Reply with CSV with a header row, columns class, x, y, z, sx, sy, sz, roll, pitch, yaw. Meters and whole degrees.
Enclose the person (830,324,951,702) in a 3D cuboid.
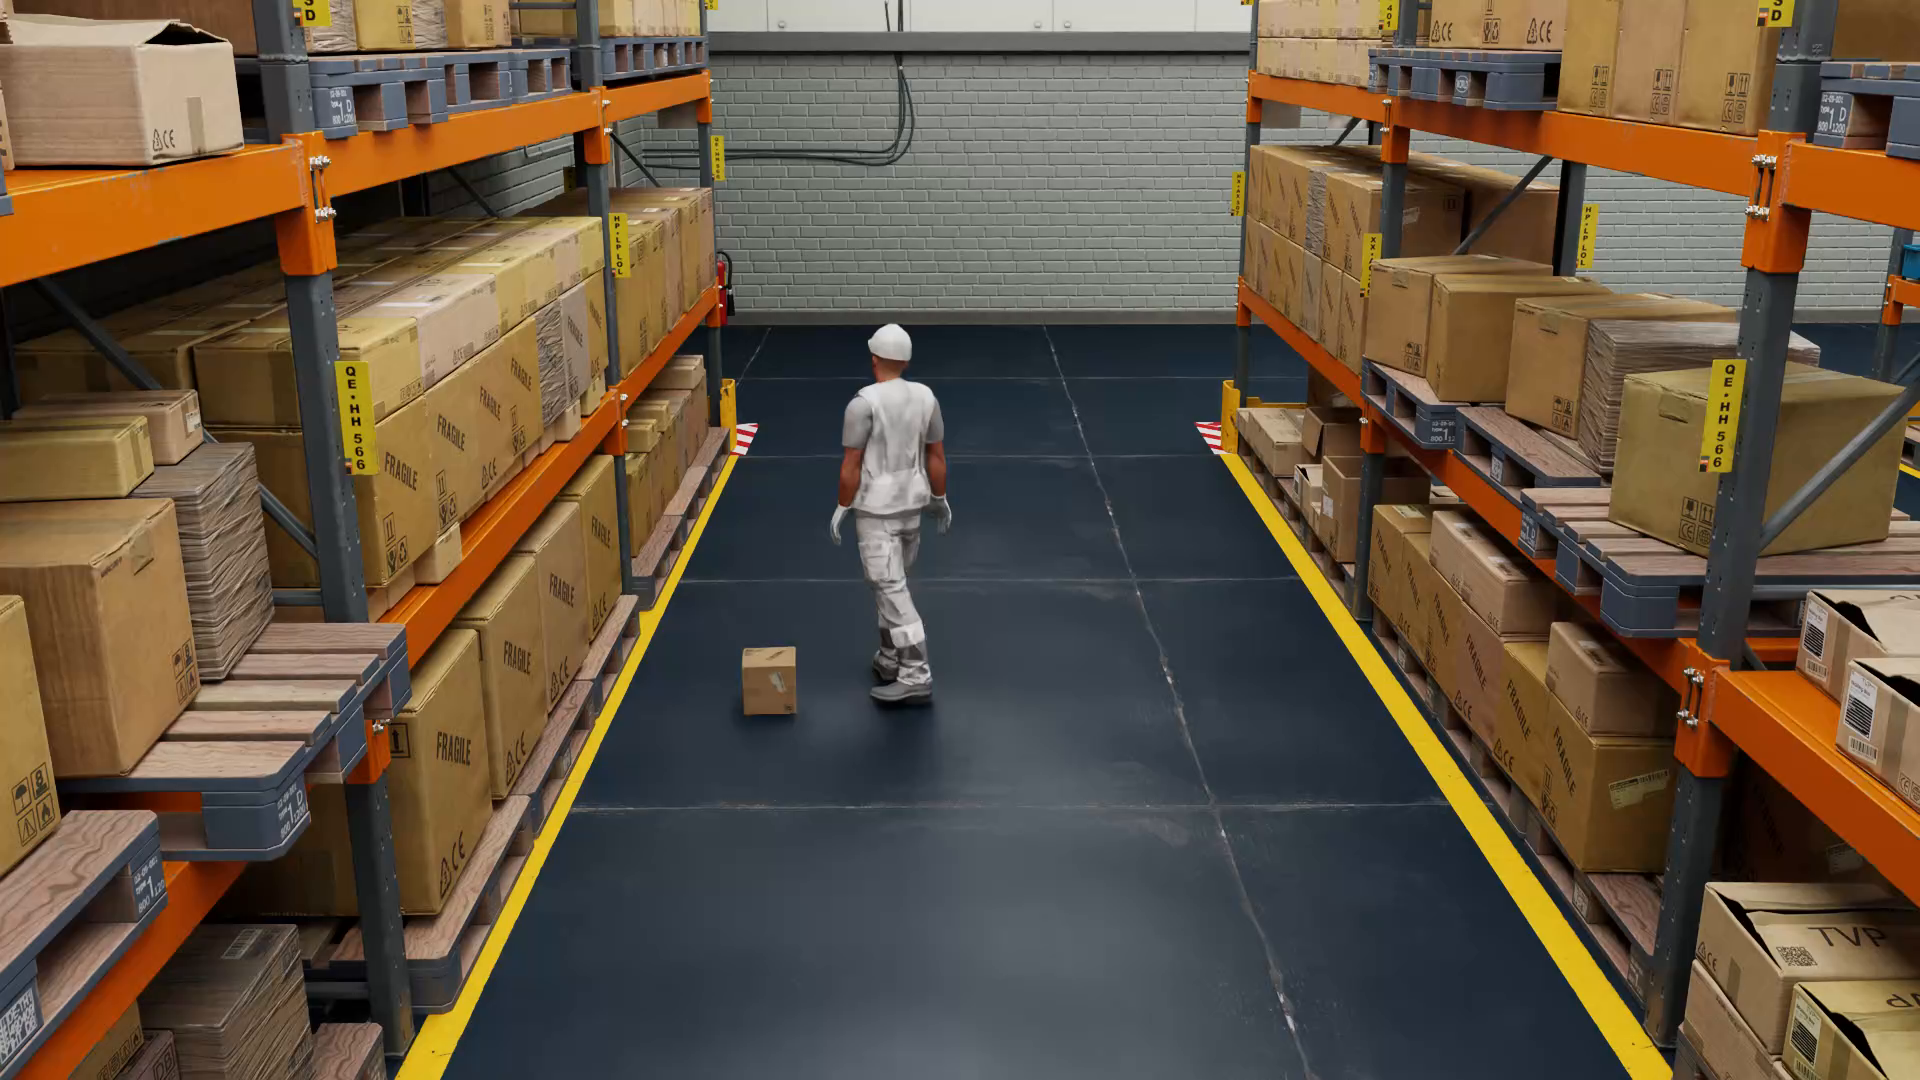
class,x,y,z,sx,sy,sz,roll,pitch,yaw
person,-0.300,-0.139,7.969,0.627,1.779,0.623,-15,22,-40
